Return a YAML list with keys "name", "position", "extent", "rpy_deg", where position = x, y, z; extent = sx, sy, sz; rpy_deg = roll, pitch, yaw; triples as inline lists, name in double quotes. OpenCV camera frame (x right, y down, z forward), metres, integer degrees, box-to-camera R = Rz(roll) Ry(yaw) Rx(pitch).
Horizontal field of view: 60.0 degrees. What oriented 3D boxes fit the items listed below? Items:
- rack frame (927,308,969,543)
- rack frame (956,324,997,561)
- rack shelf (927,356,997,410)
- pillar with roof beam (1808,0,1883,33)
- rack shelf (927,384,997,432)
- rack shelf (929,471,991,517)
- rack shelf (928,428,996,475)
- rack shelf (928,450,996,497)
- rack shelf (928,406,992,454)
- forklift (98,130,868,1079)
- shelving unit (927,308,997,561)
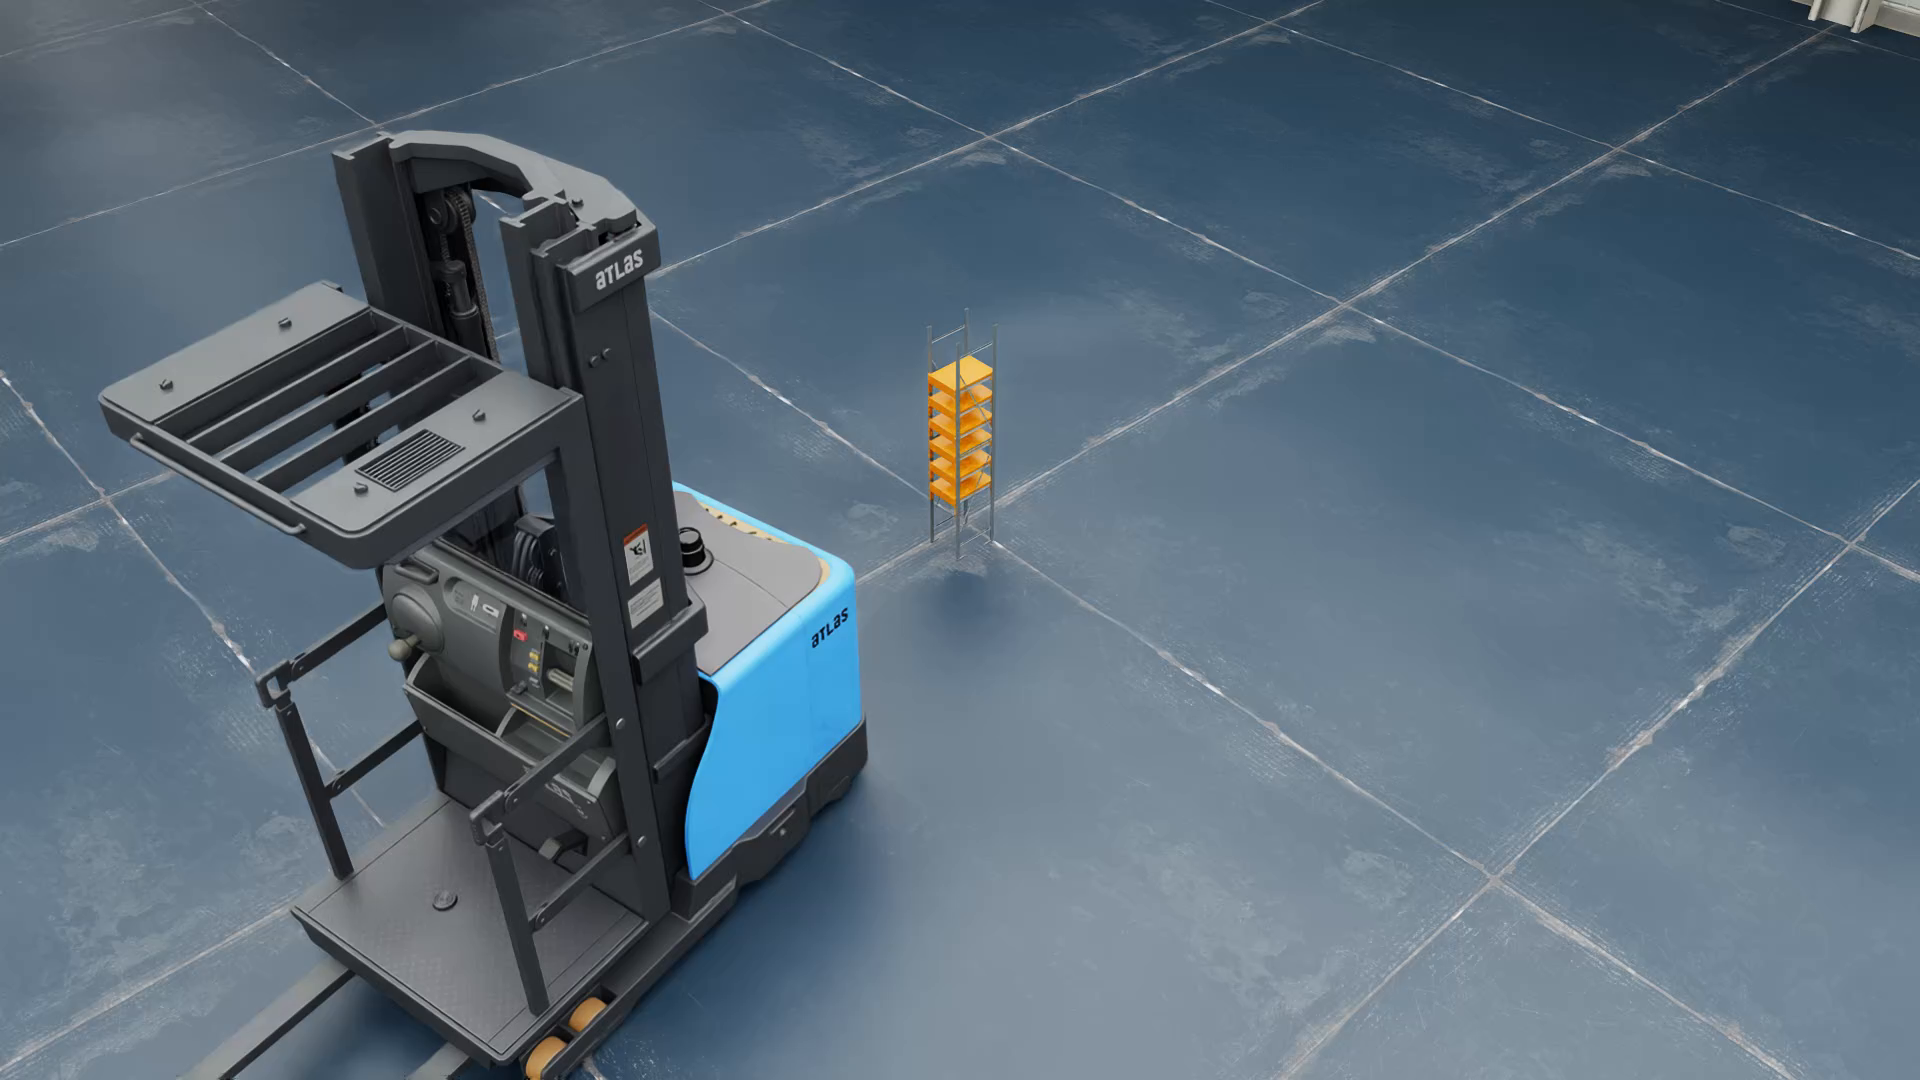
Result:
- name: "rack frame"
  position: [-0.052, -0.502, 7.625]
  extent: [0.240, 1.200, 0.006]
  rpy_deg: [-30, 48, -32]
- name: "rack frame"
  position: [0.072, -0.418, 7.520]
  extent: [0.240, 1.200, 0.006]
  rpy_deg: [-30, 48, -32]
- name: "rack shelf"
  position: [0.010, -0.706, 7.374]
  extent: [0.258, 0.103, 0.180]
  rpy_deg: [-30, 48, -32]
- name: "pillar with roof beam"
  position: [3.705, -5.723, 7.882]
  extent: [9.100, 9.000, 0.400]
  rpy_deg: [-30, 48, -32]
- name: "rack shelf"
  position: [0.010, -0.612, 7.450]
  extent: [0.258, 0.103, 0.180]
  rpy_deg: [-30, 48, -32]
- name: "rack shelf"
  position: [0.010, -0.239, 7.751]
  extent: [0.258, 0.103, 0.180]
  rpy_deg: [-30, 48, -32]
- name: "rack shelf"
  position: [0.010, -0.426, 7.600]
  extent: [0.258, 0.103, 0.180]
  rpy_deg: [-30, 48, -32]
- name: "rack shelf"
  position: [0.010, -0.332, 7.676]
  extent: [0.258, 0.103, 0.180]
  rpy_deg: [-30, 48, -32]
- name: "rack shelf"
  position: [0.010, -0.519, 7.525]
  extent: [0.258, 0.103, 0.180]
  rpy_deg: [-30, 48, -32]
- name: "forklift"
  position: [-1.634, 0.369, 5.168]
  extent: [1.130, 2.935, 3.031]
  rpy_deg: [24, 45, 27]
- name: "shelving unit"
  position: [0.010, -0.460, 7.573]
  extent: [0.258, 1.200, 0.189]
  rpy_deg: [-30, 48, -32]
